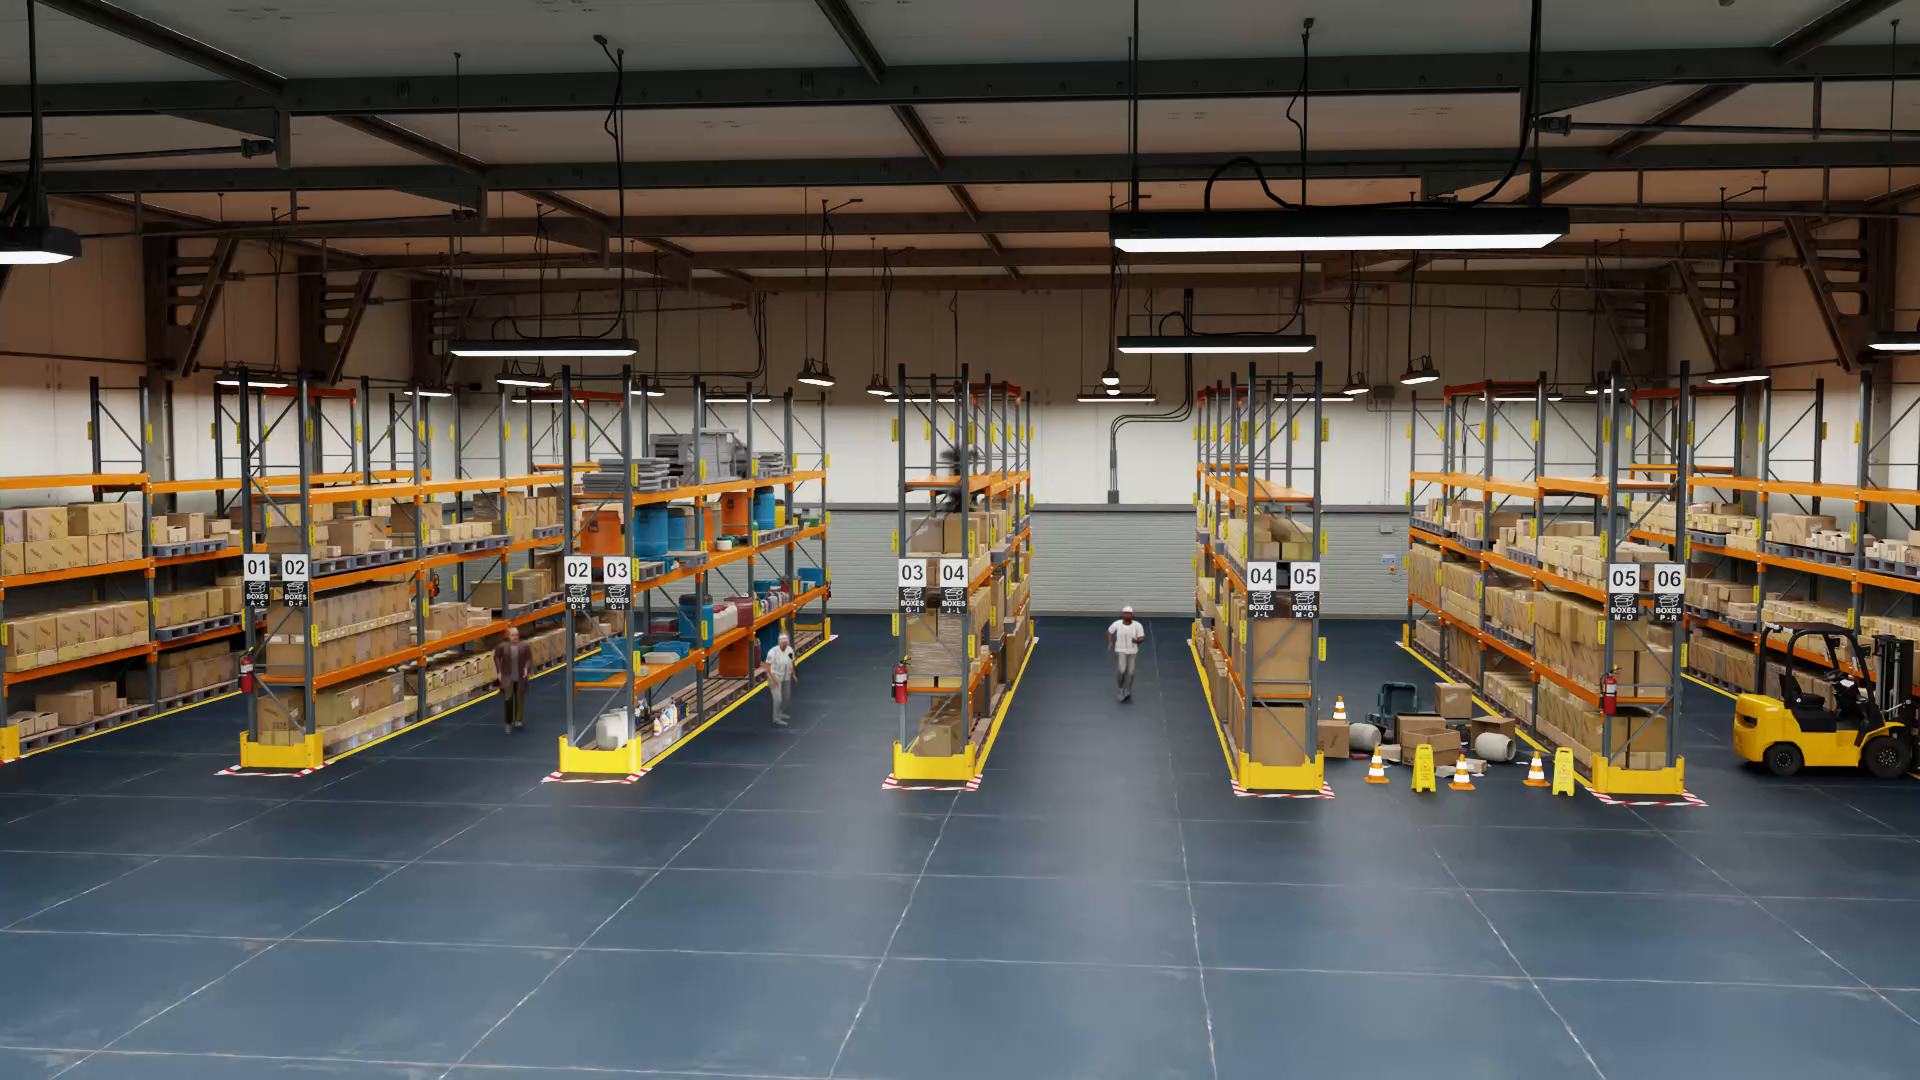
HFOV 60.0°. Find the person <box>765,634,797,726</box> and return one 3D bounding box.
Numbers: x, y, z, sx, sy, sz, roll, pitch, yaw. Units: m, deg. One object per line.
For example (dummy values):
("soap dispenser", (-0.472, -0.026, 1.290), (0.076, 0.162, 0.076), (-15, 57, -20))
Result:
("person", (-3.093, 2.390, 28.594), (0.625, 1.613, 0.807), (-3, 5, -37))

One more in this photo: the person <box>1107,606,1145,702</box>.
("person", (3.114, 2.127, 31.116), (0.670, 1.788, 0.726), (0, 4, -2))

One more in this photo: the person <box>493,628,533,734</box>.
("person", (-7.463, 2.366, 27.829), (0.626, 1.825, 0.864), (-1, 4, -21))
